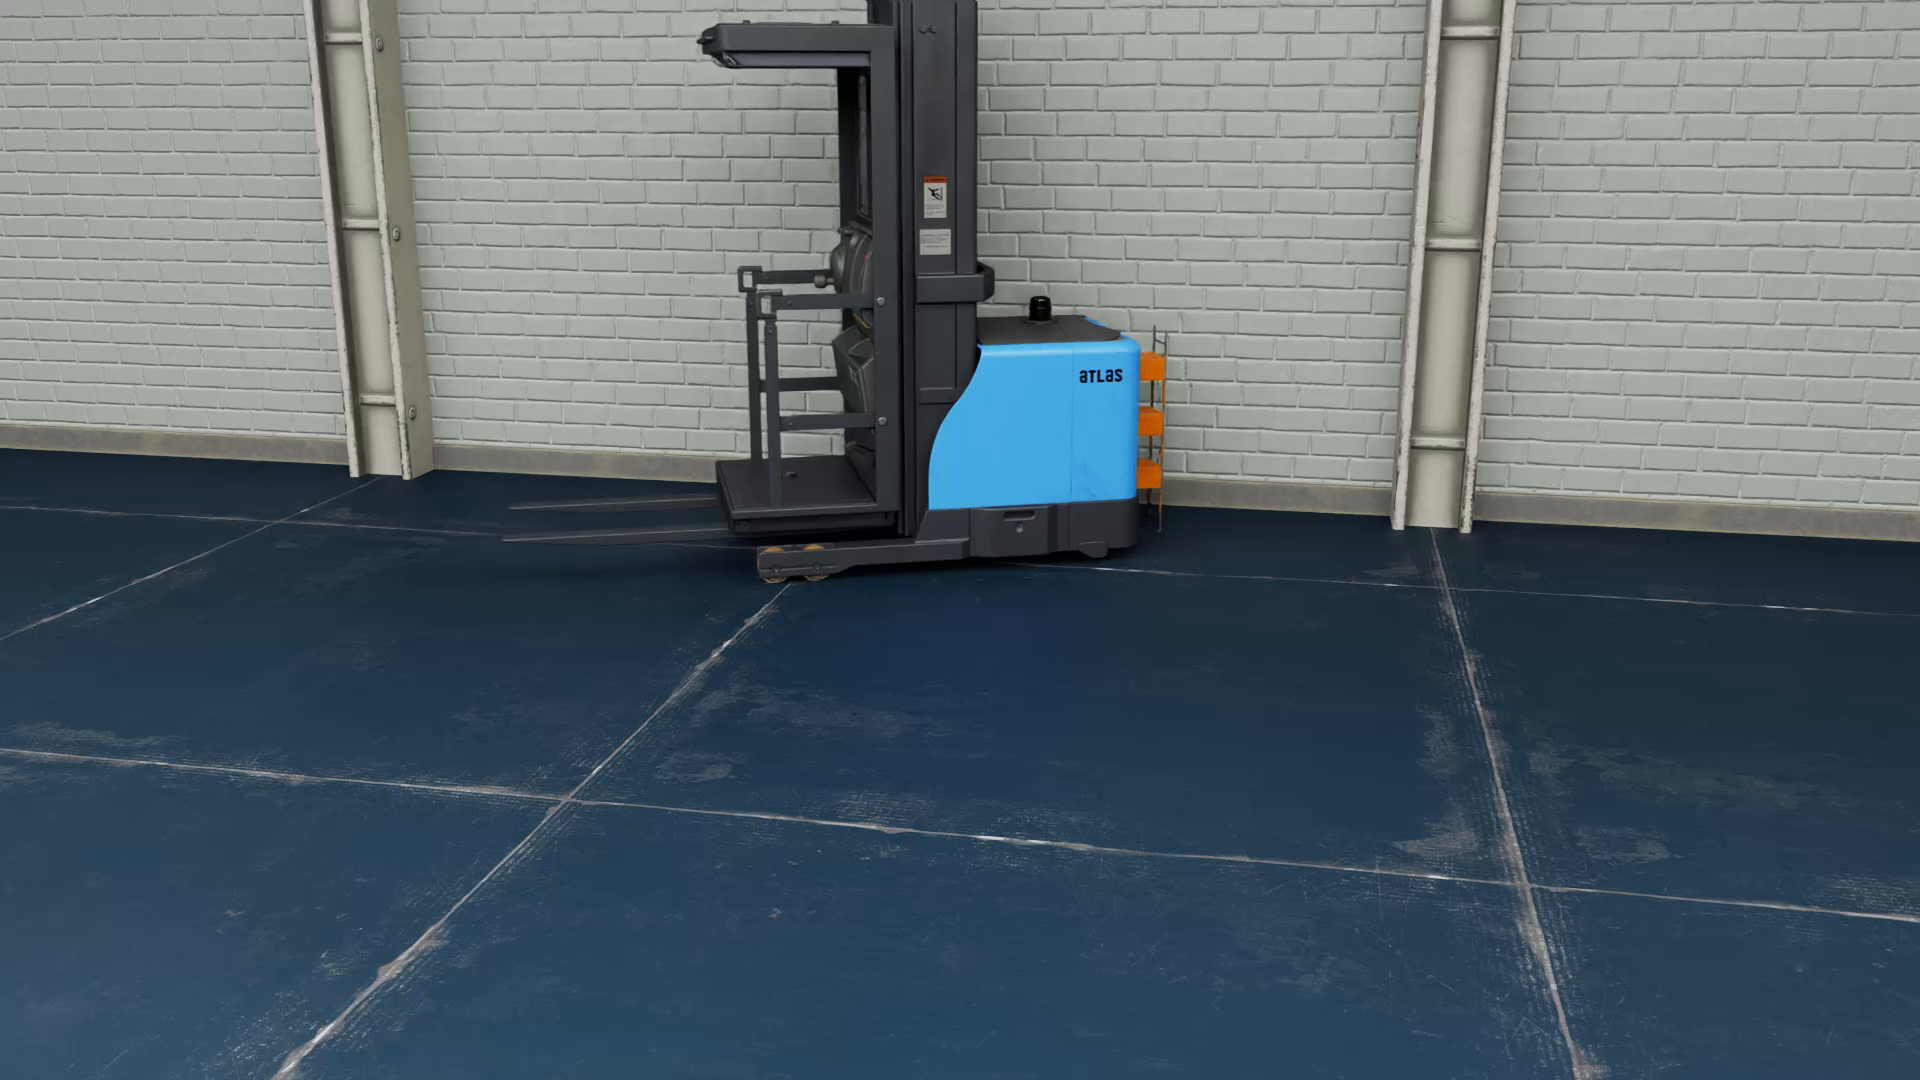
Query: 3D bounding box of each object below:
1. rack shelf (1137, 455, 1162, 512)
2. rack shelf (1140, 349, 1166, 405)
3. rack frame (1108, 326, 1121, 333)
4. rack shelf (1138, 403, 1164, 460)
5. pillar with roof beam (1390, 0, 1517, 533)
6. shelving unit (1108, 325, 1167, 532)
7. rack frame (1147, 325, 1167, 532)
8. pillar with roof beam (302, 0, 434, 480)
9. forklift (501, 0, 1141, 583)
[{"bbox_3d":[0.900,-0.288,8.647,0.240,0.259,0.215,-3,16,-11],"label":"rack shelf"},{"bbox_3d":[0.900,-0.830,8.497,0.240,0.259,0.215,-3,16,-11],"label":"rack shelf"},{"bbox_3d":[0.780,-0.560,8.546,0.008,1.050,0.200,-3,16,-11],"label":"rack frame"},{"bbox_3d":[0.900,-0.556,8.573,0.240,0.259,0.215,-3,16,-11],"label":"rack shelf"},{"bbox_3d":[1.630,-3.297,3.539,0.400,9.000,9.100,3,16,11],"label":"pillar with roof beam"},{"bbox_3d":[0.900,-0.566,8.570,0.252,1.050,0.215,-3,16,-11],"label":"shelving unit"},{"bbox_3d":[1.019,-0.573,8.595,0.008,1.050,0.200,-3,16,-11],"label":"rack frame"},{"bbox_3d":[-4.249,-3.617,4.691,0.400,9.000,9.100,3,16,11],"label":"pillar with roof beam"},{"bbox_3d":[-0.695,-1.364,7.926,3.031,2.935,1.130,-3,16,-11],"label":"forklift"}]
